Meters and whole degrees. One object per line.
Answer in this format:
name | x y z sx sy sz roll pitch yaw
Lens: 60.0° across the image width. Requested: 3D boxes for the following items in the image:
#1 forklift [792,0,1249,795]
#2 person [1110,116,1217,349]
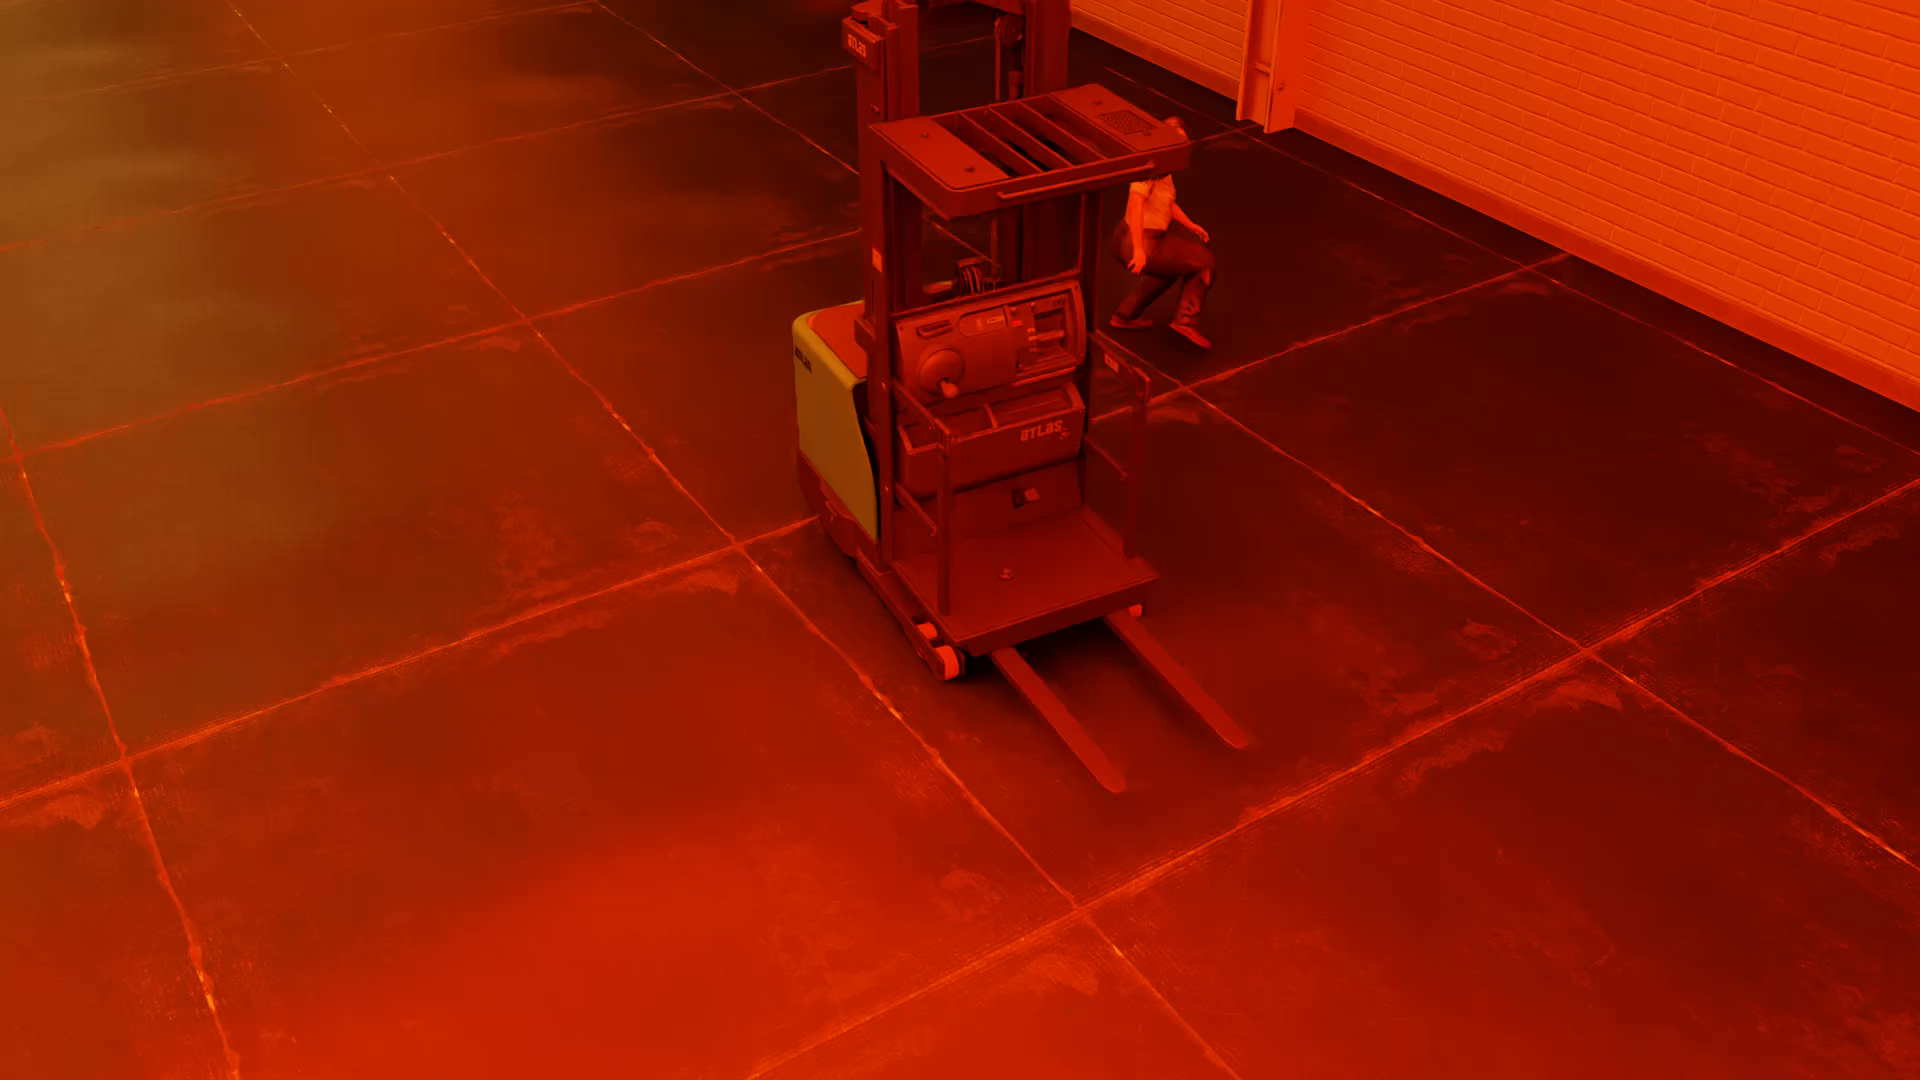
forklift | 0.247 -0.836 7.337 1.130 2.935 3.031 -16 38 -22
person | 1.251 -1.828 10.090 0.668 1.438 0.715 -5 35 -8
